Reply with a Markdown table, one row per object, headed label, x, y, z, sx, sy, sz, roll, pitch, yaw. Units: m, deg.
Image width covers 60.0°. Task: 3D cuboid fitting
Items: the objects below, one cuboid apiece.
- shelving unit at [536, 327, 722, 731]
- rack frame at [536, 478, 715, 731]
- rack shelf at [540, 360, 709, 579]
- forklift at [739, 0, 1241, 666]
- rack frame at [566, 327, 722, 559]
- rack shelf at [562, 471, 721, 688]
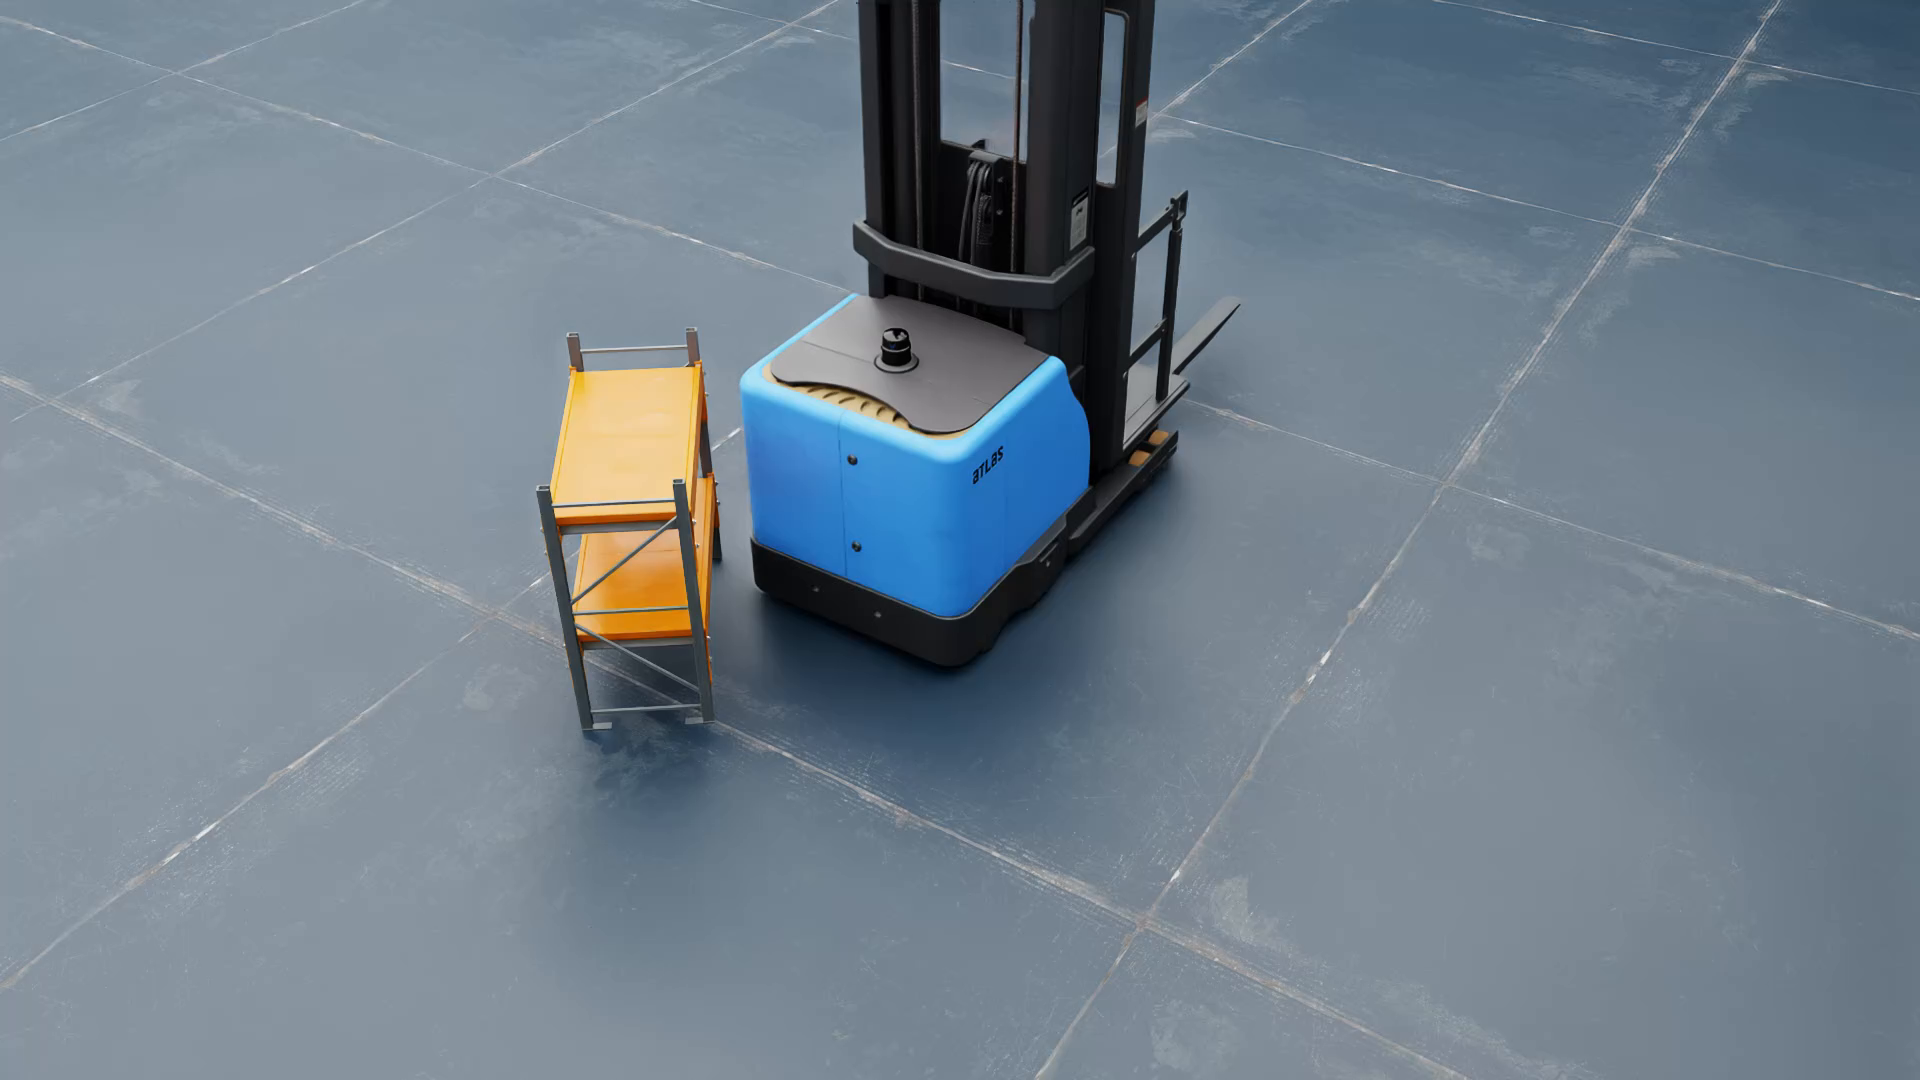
| label | x | y | z | sx | sy | sz | roll | pitch | yaw |
| --- | --- | --- | --- | --- | --- | --- | --- | --- | --- |
| shelving unit | -1.230 | -0.053 | 6.397 | 0.538 | 1.125 | 1.048 | -3 | 38 | -4 |
| rack frame | -1.187 | 0.256 | 5.996 | 0.500 | 1.125 | 0.032 | -3 | 38 | -4 |
| rack shelf | -1.230 | -0.285 | 6.219 | 0.538 | 0.278 | 1.000 | -3 | 38 | -4 |
| forklift | 0.349 | -1.540 | 6.847 | 1.130 | 2.935 | 3.031 | 21 | 42 | 25 |
| rack frame | -1.274 | -0.362 | 6.798 | 0.500 | 1.125 | 0.032 | -3 | 38 | -4 |
| rack shelf | -1.230 | 0.141 | 6.547 | 0.538 | 0.278 | 1.000 | -3 | 38 | -4 |
